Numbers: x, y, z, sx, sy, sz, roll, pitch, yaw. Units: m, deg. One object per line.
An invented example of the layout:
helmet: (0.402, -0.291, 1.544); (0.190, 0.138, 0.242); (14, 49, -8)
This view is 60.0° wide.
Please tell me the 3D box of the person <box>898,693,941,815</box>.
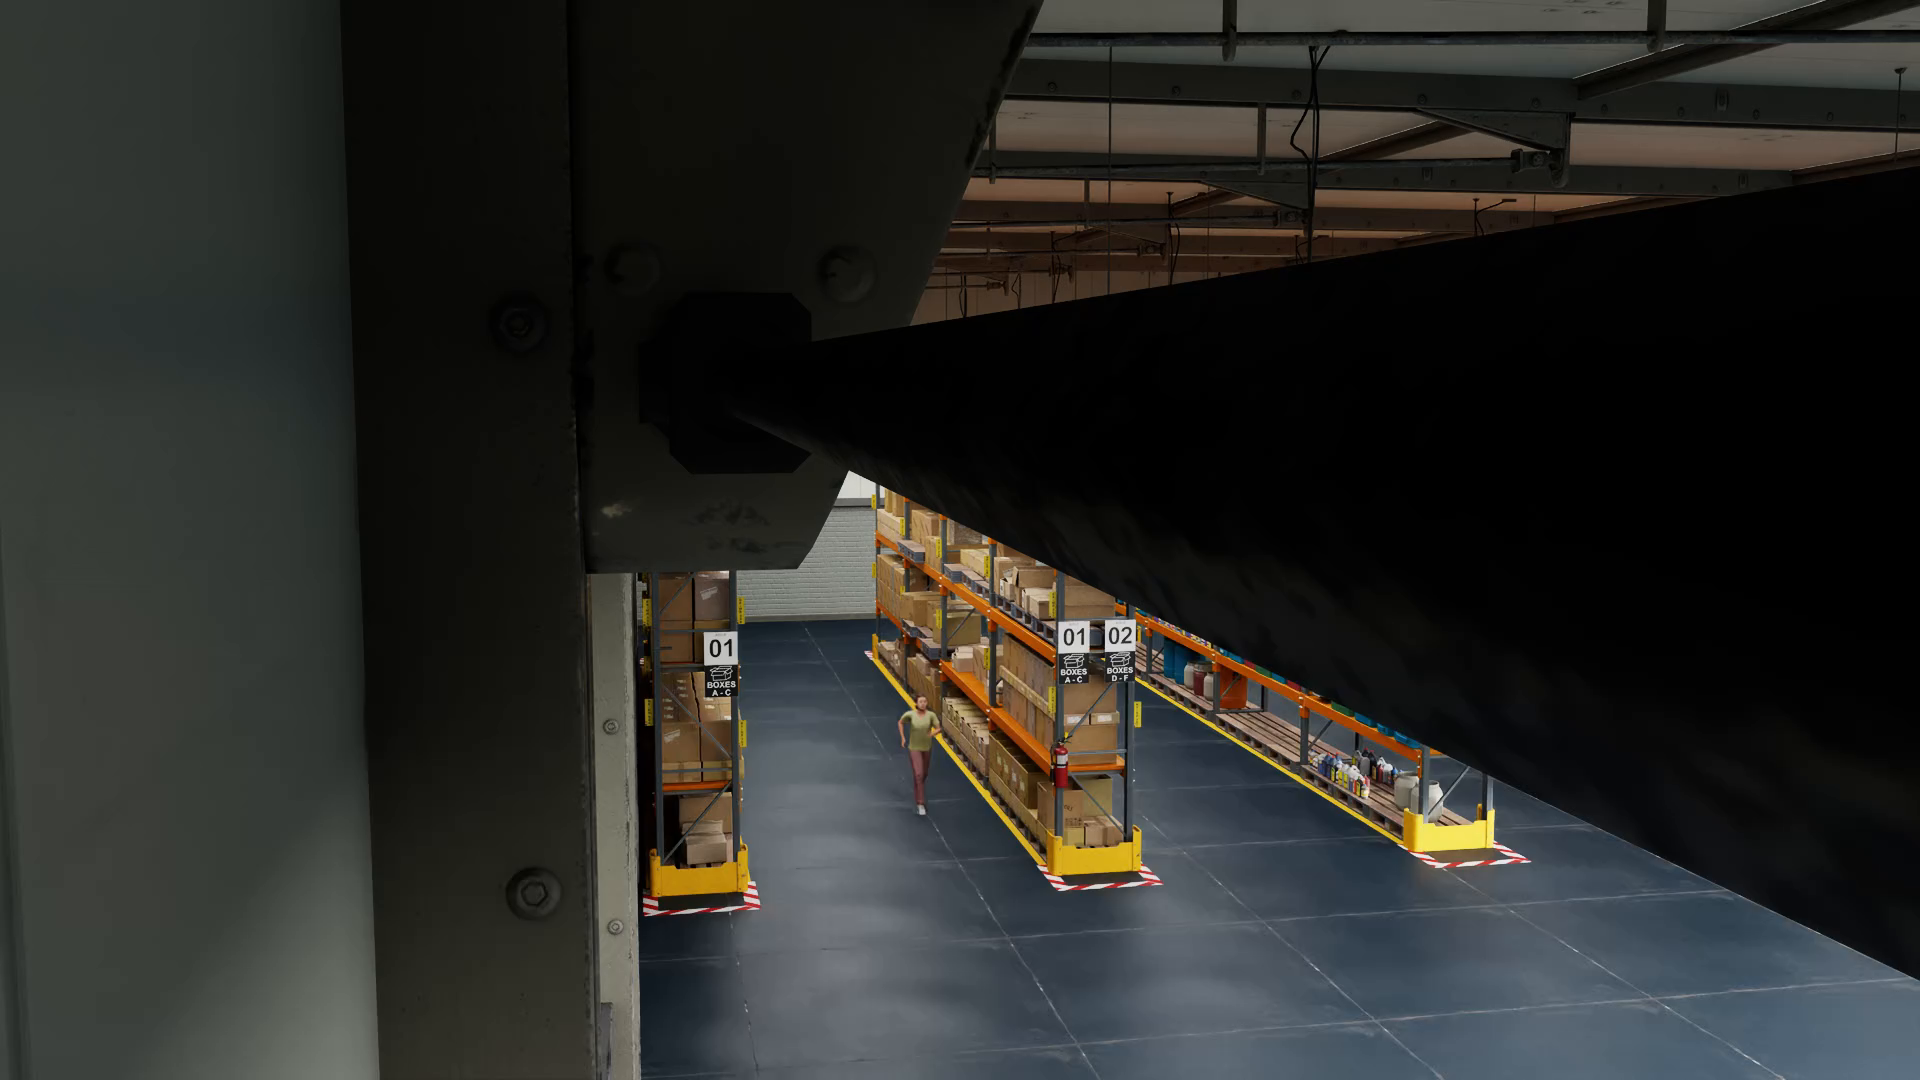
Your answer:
person: (-0.560, 3.024, 23.907); (0.578, 1.680, 0.882); (-2, 6, -17)
